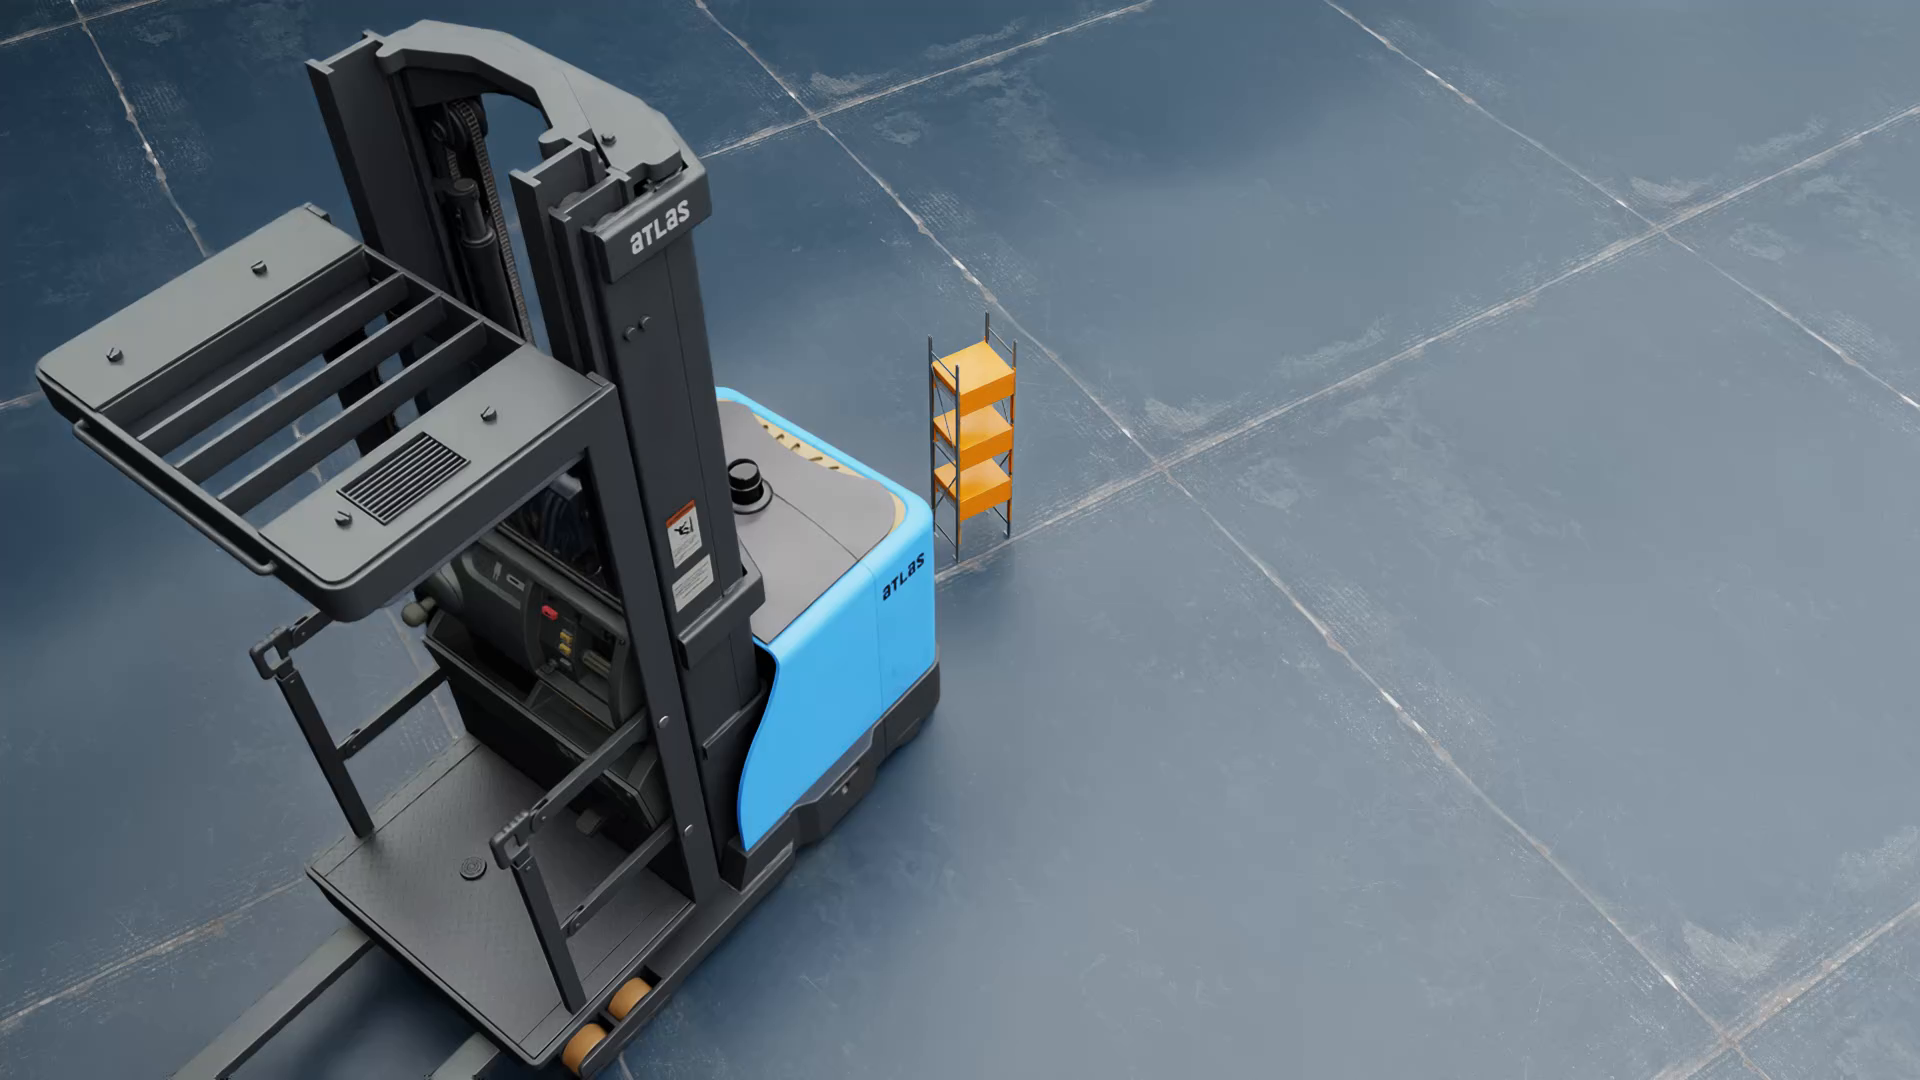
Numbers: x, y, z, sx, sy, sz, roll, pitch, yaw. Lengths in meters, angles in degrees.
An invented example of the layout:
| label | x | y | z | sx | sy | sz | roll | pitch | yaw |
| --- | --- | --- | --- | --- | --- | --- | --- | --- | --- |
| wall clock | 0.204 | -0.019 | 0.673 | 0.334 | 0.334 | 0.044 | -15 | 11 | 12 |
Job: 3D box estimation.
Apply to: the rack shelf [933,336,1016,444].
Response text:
| label | x | y | z | sx | sy | sz | roll | pitch | yaw |
| --- | --- | --- | --- | --- | --- | --- | --- | --- | --- |
| rack shelf | 0.045 | -0.552 | 6.118 | 0.240 | 0.259 | 0.215 | -25 | 53 | -21 |

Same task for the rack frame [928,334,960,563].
| label | x | y | z | sx | sy | sz | roll | pitch | yaw |
| --- | --- | --- | --- | --- | --- | --- | --- | --- | --- |
| rack frame | -0.058 | -0.322 | 6.279 | 0.008 | 1.050 | 0.200 | -25 | 53 | -21 |

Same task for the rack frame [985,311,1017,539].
| label | x | y | z | sx | sy | sz | roll | pitch | yaw |
| --- | --- | --- | --- | --- | --- | --- | --- | --- | --- |
| rack frame | 0.148 | -0.419 | 6.366 | 0.008 | 1.050 | 0.200 | -25 | 53 | -21 |

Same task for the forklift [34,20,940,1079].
| label | x | y | z | sx | sy | sz | roll | pitch | yaw |
| --- | --- | --- | --- | --- | --- | --- | --- | --- | --- |
| forklift | -1.374 | 0.274 | 4.489 | 1.130 | 2.935 | 3.031 | 30 | 55 | 24 |

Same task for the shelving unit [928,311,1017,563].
| label | x | y | z | sx | sy | sz | roll | pitch | yaw |
| --- | --- | --- | --- | --- | --- | --- | --- | --- | --- |
| shelving unit | 0.045 | -0.370 | 6.322 | 0.252 | 1.050 | 0.215 | -25 | 53 | -21 |

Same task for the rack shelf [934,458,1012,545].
| label | x | y | z | sx | sy | sz | roll | pitch | yaw |
| --- | --- | --- | --- | --- | --- | --- | --- | --- | --- |
| rack shelf | 0.045 | -0.179 | 6.538 | 0.240 | 0.259 | 0.215 | -25 | 53 | -21 |

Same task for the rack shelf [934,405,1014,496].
| label | x | y | z | sx | sy | sz | roll | pitch | yaw |
| --- | --- | --- | --- | --- | --- | --- | --- | --- | --- |
| rack shelf | 0.045 | -0.363 | 6.330 | 0.240 | 0.259 | 0.215 | -25 | 53 | -21 |
